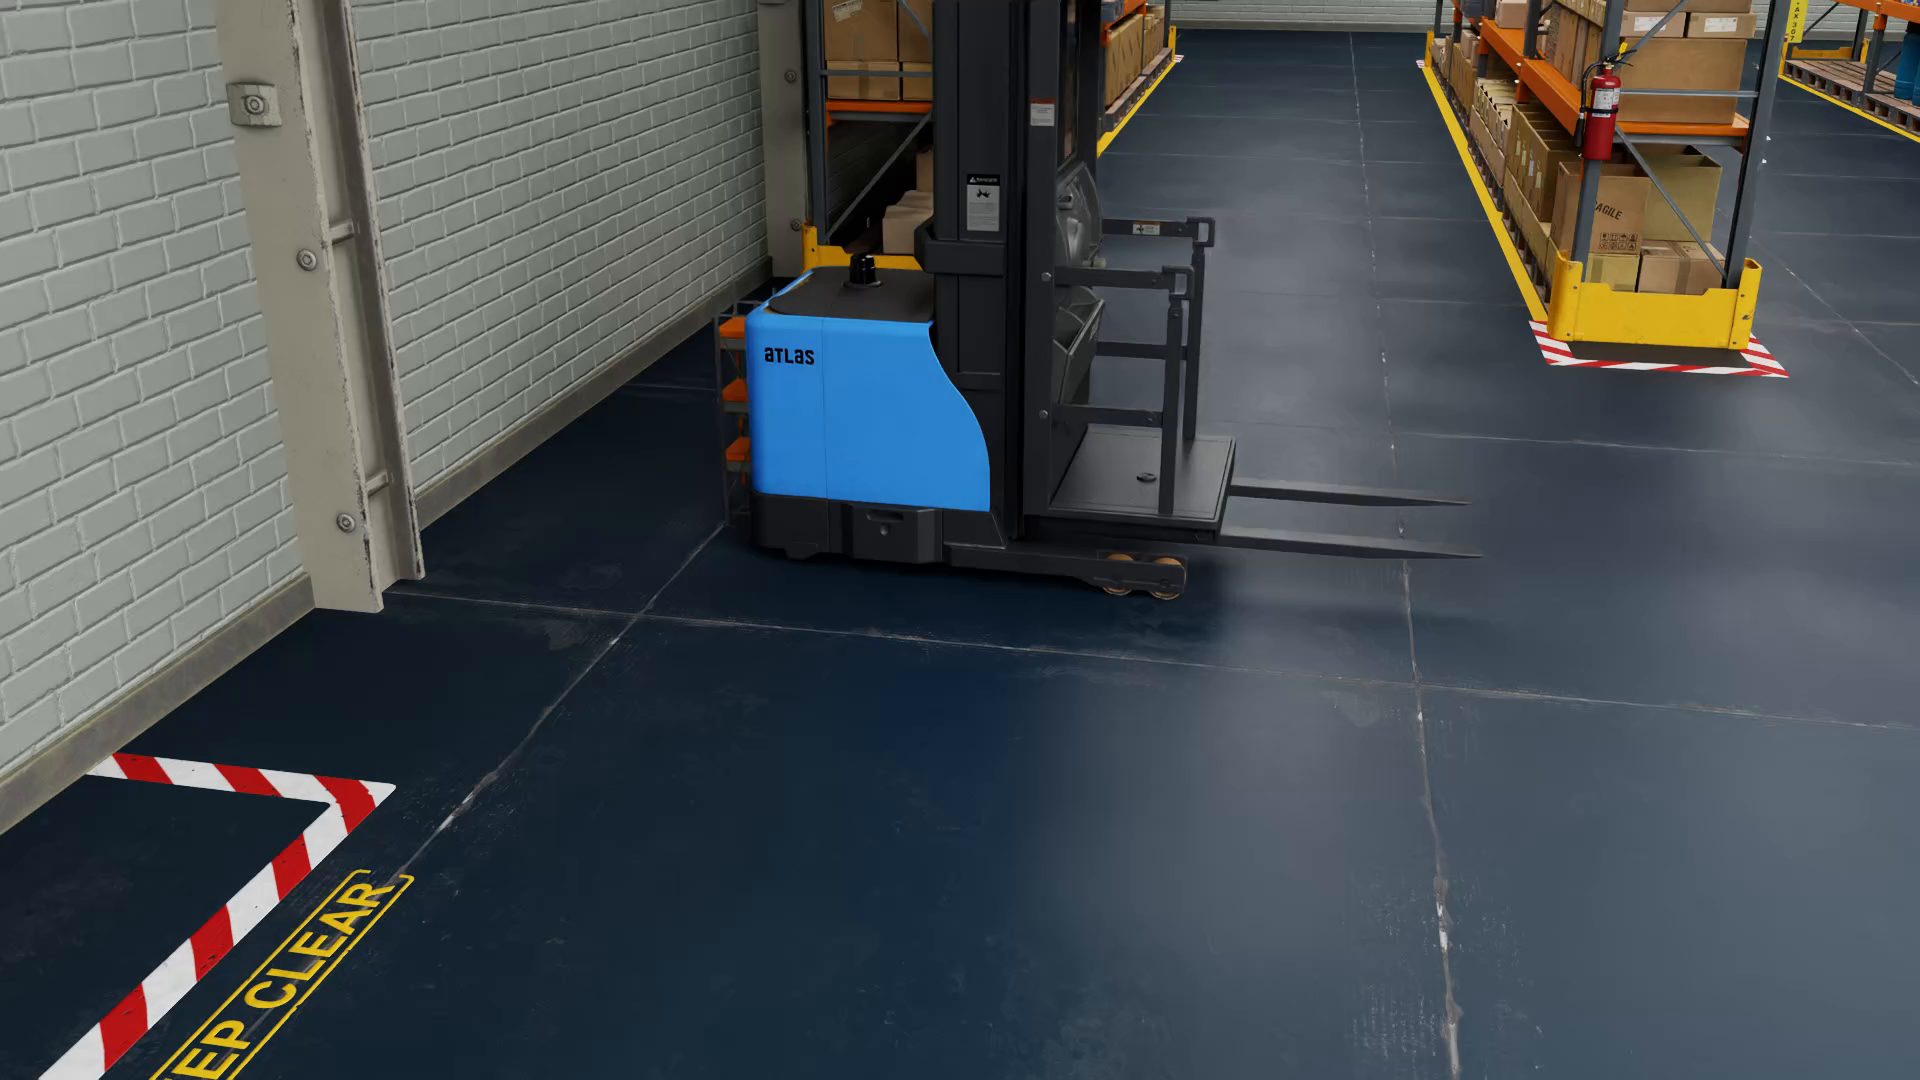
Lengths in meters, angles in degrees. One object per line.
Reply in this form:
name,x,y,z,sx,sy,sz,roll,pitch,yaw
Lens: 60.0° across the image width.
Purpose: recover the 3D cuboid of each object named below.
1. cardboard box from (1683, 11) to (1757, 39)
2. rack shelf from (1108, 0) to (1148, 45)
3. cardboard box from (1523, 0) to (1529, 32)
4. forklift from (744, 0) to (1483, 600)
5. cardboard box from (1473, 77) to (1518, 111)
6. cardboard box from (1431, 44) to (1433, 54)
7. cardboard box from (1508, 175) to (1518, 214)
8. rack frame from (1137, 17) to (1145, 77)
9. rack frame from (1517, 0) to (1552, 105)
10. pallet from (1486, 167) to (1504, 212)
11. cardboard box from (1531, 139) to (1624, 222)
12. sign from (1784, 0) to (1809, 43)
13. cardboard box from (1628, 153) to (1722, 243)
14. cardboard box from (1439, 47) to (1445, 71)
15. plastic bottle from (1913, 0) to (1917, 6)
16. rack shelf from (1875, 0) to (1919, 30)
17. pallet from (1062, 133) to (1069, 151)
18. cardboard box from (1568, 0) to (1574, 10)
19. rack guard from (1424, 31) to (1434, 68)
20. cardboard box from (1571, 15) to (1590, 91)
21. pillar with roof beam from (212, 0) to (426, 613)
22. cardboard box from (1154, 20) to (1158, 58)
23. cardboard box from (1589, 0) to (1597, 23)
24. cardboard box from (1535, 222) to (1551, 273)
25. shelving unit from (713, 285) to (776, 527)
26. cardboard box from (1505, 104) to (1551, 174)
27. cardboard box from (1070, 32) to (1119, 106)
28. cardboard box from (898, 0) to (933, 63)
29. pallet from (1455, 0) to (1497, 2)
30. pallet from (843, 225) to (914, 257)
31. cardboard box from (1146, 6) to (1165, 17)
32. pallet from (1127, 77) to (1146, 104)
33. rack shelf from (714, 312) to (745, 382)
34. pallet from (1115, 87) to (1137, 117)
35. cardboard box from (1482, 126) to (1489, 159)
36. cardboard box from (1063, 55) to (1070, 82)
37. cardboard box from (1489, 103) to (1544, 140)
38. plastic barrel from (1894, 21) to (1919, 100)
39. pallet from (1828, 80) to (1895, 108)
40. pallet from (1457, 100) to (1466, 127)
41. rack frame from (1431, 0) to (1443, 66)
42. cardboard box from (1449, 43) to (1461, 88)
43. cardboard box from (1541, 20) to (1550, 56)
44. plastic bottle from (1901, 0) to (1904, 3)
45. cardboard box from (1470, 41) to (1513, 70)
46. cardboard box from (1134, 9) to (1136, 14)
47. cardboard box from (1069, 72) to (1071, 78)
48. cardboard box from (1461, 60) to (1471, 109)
cardboard box,4.634,-3.155,10.170,0.380,0.149,0.250,4,22,11
rack shelf,1.534,-6.380,20.143,1.077,0.370,4.000,4,22,11
cardboard box,5.650,-5.038,15.713,0.500,0.500,0.500,3,22,8
forklift,0.673,-1.335,6.746,3.031,2.935,1.130,5,22,12
cardboard box,5.582,-4.617,17.169,0.500,0.311,0.500,5,23,13
cardboard box,7.136,-7.204,24.428,0.380,0.166,0.250,4,22,11
cardboard box,4.661,-2.734,13.245,0.500,0.250,0.500,4,22,11
rack frame,1.942,-7.445,21.825,1.000,3.000,0.127,4,22,11
rack frame,5.160,-4.143,13.626,1.000,3.000,0.127,4,22,11
pallet,5.272,-3.122,14.824,1.003,0.211,1.213,4,22,11
cardboard box,4.351,-2.533,11.743,0.500,0.500,0.500,4,22,11
sign,4.886,-3.074,9.707,0.100,0.325,0.005,4,22,11
cardboard box,4.771,-2.310,11.188,0.500,0.500,0.500,4,22,11
cardboard box,6.784,-6.530,22.563,0.500,0.311,0.500,4,22,11
plastic bottle,11.028,-6.248,19.118,0.097,0.201,0.097,0,22,0
rack shelf,11.232,-5.625,18.268,1.077,0.370,4.000,4,22,11
pallet,0.714,-3.959,16.900,1.003,0.211,1.213,4,22,11
cardboard box,4.656,-3.936,12.108,0.380,0.149,0.250,4,22,9
rack guard,7.593,-7.345,24.921,1.175,0.500,0.348,4,22,11
cardboard box,4.765,-3.463,11.803,0.700,0.500,0.500,5,23,13
pillar with roof beam,1.780,-3.639,4.344,9.100,9.000,0.400,4,22,11
cardboard box,2.509,-7.313,24.280,0.700,0.500,0.500,4,22,9
cardboard box,4.446,-3.559,11.174,0.380,0.149,0.250,5,23,13
cardboard box,4.254,-2.002,11.428,0.500,0.250,0.500,4,22,11
shelving unit,-0.932,-0.586,7.402,0.215,1.050,0.252,5,22,12
cardboard box,4.759,-3.265,13.560,0.500,0.500,0.500,4,22,11
cardboard box,1.404,-5.439,19.159,0.750,0.750,0.750,4,22,10
cardboard box,-0.115,-3.496,11.189,0.500,0.500,0.500,4,22,11
pallet,6.522,-6.696,20.222,1.003,0.211,1.213,4,22,11
pallet,-0.291,-2.085,12.249,1.003,0.211,1.213,4,22,11
cardboard box,2.865,-7.920,24.919,0.380,0.149,0.250,4,22,10
pallet,1.858,-5.864,21.631,1.003,0.211,1.213,4,22,11
rack shelf,-0.932,-0.839,7.300,0.215,0.259,0.240,5,22,12
pallet,1.612,-5.416,20.520,1.003,0.211,1.213,4,22,11
cardboard box,5.275,-3.794,15.878,0.500,0.250,0.500,5,22,12
cardboard box,0.852,-4.904,17.268,0.500,0.250,0.500,5,22,12
cardboard box,5.166,-3.866,15.305,0.500,0.311,0.500,4,22,11
plastic barrel,11.513,-5.714,19.773,0.600,0.901,0.708,4,22,11
pallet,11.753,-5.669,21.146,1.003,0.211,1.213,4,22,11
pallet,6.417,-5.028,19.555,1.003,0.211,1.213,4,22,11
rack frame,7.608,-8.532,24.523,1.000,3.000,0.127,4,22,11
cardboard box,6.455,-5.955,20.883,0.500,0.500,0.500,3,22,8
cardboard box,5.218,-4.257,14.110,0.500,0.250,0.500,6,23,14
plastic bottle,11.115,-6.404,19.506,0.097,0.201,0.097,0,22,0
cardboard box,5.944,-5.380,18.449,0.500,0.250,0.500,5,23,13
cardboard box,2.389,-7.765,24.534,0.380,0.149,0.250,5,22,11
cardboard box,1.030,-4.760,17.914,0.700,0.500,0.500,5,22,12
cardboard box,6.043,-5.200,19.007,0.500,0.500,0.500,4,22,9
